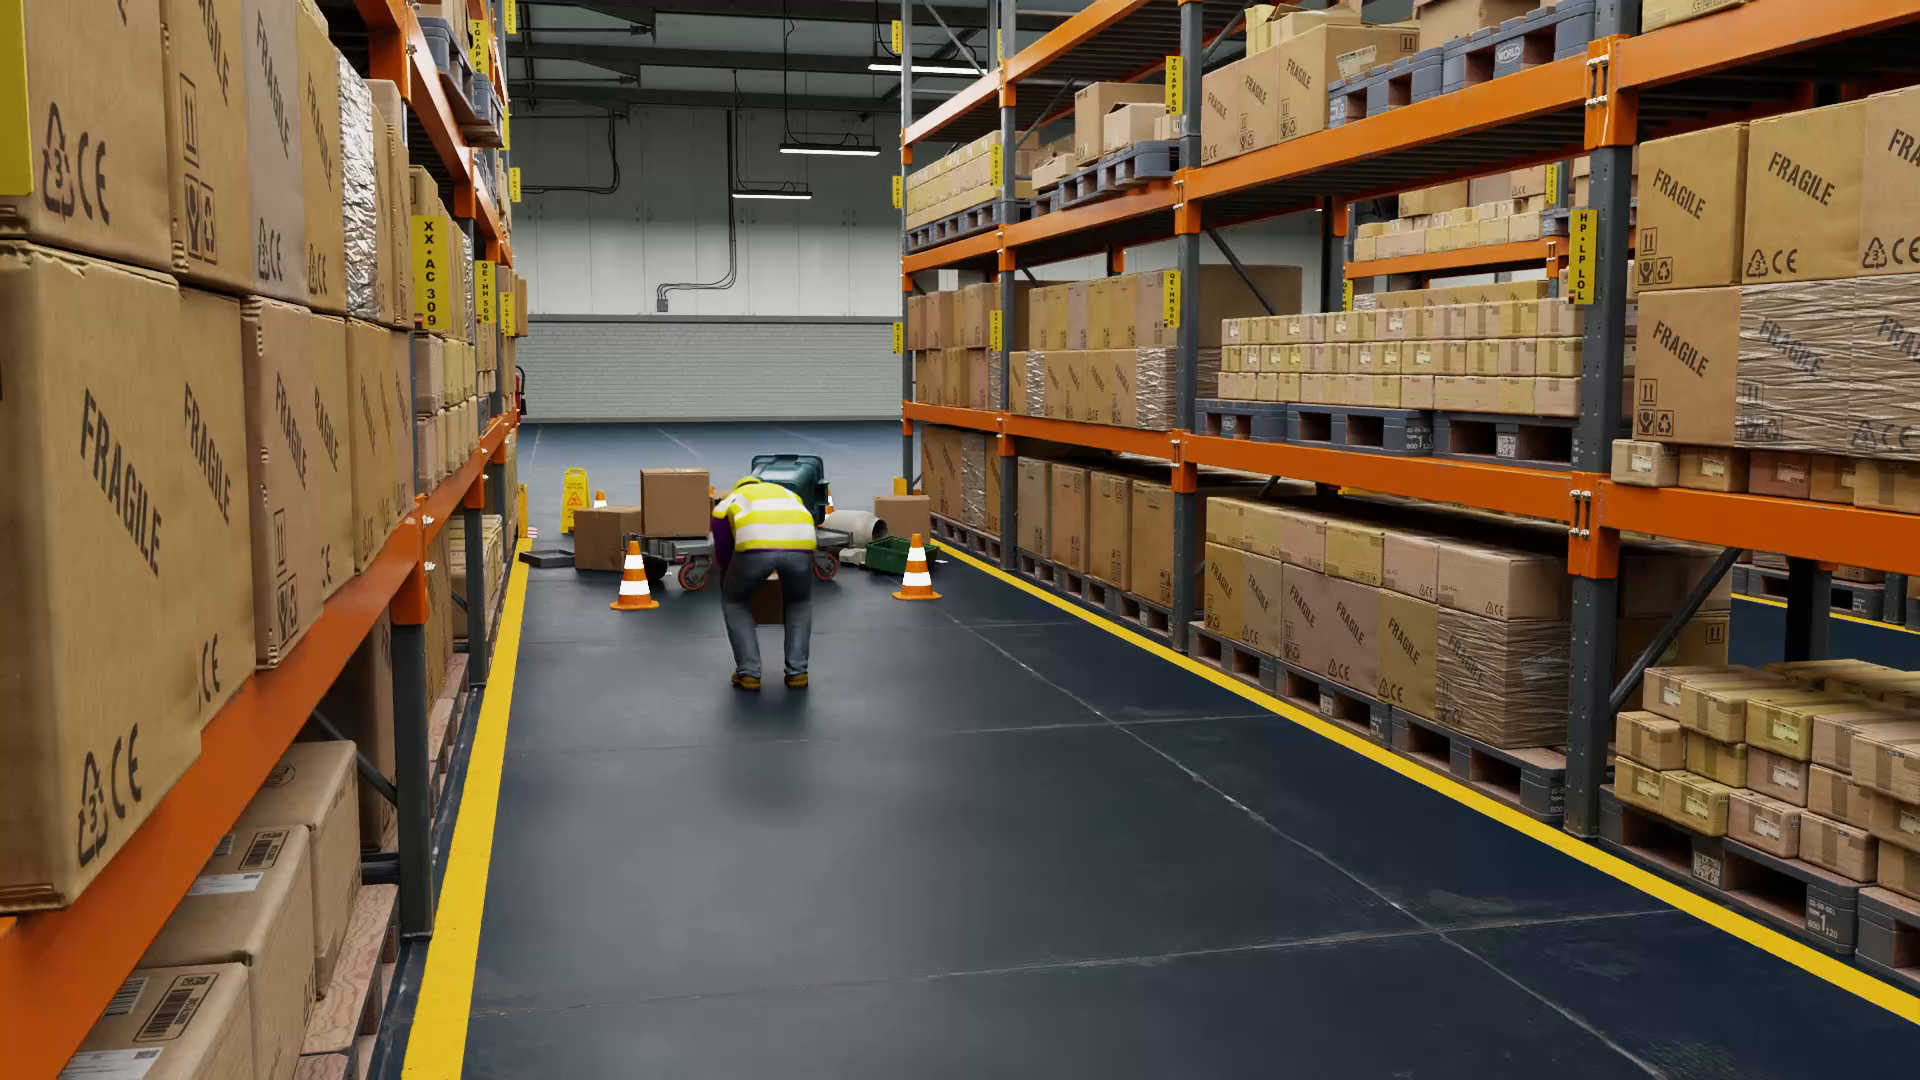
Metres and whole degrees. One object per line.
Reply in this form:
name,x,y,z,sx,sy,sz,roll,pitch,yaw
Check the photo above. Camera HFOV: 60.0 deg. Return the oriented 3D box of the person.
person,-1.071,0.217,9.030,0.514,1.083,0.966,-2,6,-16
